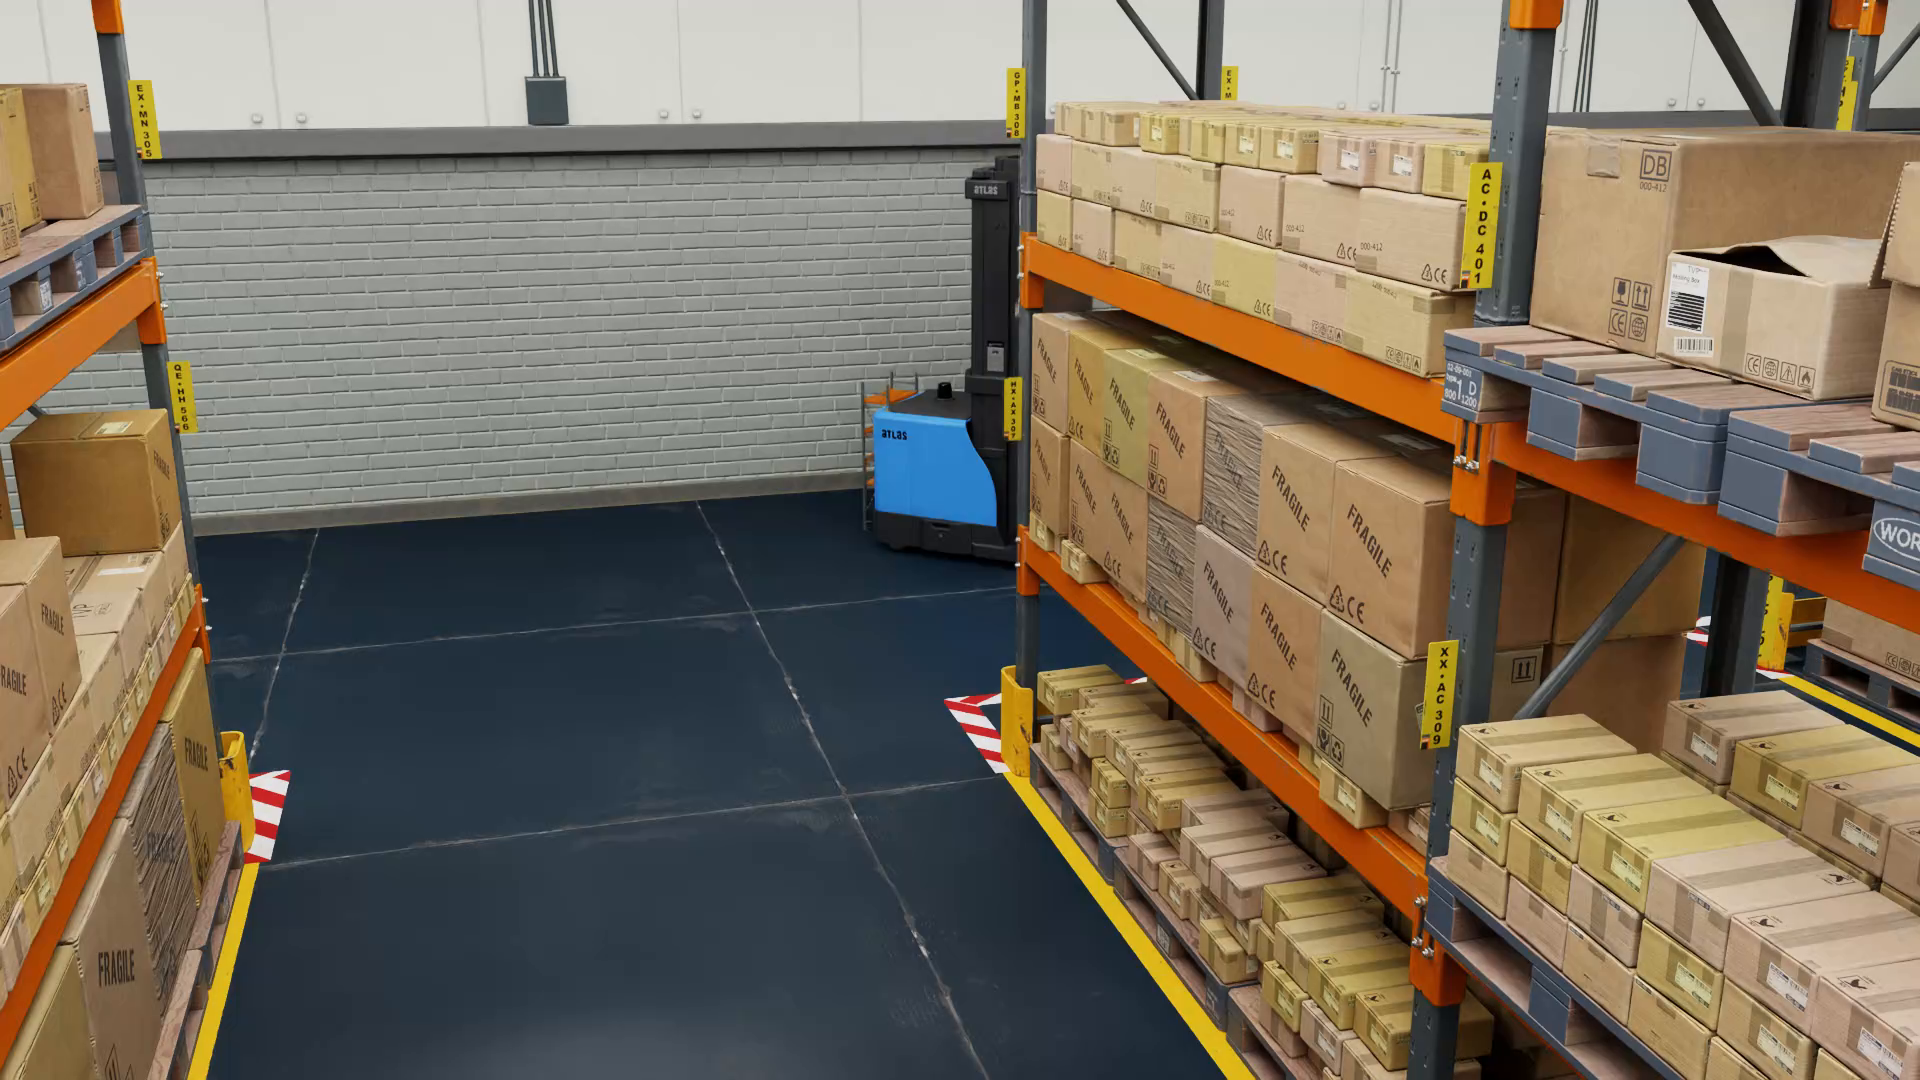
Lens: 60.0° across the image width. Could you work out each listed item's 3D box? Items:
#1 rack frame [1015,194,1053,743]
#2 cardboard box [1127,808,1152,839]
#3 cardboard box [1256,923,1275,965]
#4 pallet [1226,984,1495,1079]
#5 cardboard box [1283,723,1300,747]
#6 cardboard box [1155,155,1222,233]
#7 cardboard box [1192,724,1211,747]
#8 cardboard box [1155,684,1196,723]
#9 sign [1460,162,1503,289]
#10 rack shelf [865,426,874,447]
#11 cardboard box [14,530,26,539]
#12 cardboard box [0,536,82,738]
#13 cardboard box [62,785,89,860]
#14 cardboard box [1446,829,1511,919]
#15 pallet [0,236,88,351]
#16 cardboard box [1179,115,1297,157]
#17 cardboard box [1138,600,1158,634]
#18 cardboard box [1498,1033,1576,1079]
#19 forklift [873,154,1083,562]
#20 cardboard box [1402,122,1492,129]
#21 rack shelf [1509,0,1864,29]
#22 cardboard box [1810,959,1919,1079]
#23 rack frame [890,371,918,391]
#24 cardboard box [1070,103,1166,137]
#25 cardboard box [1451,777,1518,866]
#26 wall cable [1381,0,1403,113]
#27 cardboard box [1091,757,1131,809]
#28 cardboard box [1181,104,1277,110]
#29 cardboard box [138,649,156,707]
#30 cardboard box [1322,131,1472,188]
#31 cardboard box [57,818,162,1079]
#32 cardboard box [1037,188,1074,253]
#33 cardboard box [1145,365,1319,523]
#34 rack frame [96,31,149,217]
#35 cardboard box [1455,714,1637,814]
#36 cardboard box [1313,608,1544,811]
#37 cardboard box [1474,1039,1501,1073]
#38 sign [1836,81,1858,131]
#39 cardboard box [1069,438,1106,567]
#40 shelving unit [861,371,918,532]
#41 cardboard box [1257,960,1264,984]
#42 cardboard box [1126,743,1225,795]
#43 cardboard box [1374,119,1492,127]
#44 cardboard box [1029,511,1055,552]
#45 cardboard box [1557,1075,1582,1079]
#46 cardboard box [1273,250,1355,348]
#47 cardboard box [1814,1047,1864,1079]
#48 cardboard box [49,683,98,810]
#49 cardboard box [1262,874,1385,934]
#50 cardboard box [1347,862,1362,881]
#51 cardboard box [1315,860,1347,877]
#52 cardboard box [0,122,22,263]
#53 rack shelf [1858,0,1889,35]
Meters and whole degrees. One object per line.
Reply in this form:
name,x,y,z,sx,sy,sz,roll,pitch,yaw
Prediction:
rack frame,0.794,-0.293,8.714,1.000,3.000,0.127,-5,17,-15
cardboard box,0.983,1.318,7.577,0.380,0.149,0.250,-5,17,-15
cardboard box,1.350,1.549,6.289,0.380,0.149,0.250,-5,17,-15
pallet,1.675,1.966,6.041,1.003,0.211,1.213,-5,17,-15
cardboard box,1.394,0.655,5.994,0.380,0.149,0.250,-5,17,-17
cardboard box,1.077,-1.331,6.345,0.500,0.250,0.500,-5,18,-17
cardboard box,1.358,0.996,8.132,0.380,0.149,0.250,-5,18,-18
cardboard box,1.197,0.787,8.311,0.380,0.149,0.250,-4,17,-14
sign,1.374,-0.826,4.375,0.100,0.325,0.005,-5,17,-15
rack shelf,-0.549,-0.846,13.137,0.258,0.148,0.480,8,18,24
cardboard box,-4.130,0.155,6.967,0.500,0.250,0.500,-5,17,-17
cardboard box,-3.064,0.315,5.131,0.500,0.500,0.500,-5,18,-17
cardboard box,-2.954,0.901,5.176,0.380,0.149,0.250,-5,17,-16
cardboard box,1.560,0.878,4.522,0.380,0.149,0.250,-6,18,-18
pallet,-3.450,-0.781,5.277,1.003,0.211,1.213,-5,17,-15
cardboard box,1.063,-1.549,6.378,0.380,0.149,0.250,-4,17,-13
cardboard box,0.995,0.297,7.187,0.380,0.149,0.250,-5,17,-16
cardboard box,2.102,1.709,5.756,0.380,0.149,0.250,-4,17,-13
forklift,0.892,-1.282,12.125,3.031,2.935,1.130,8,18,24
cardboard box,1.762,-1.370,5.783,0.380,0.149,0.250,-5,18,-17
rack shelf,2.443,-0.971,2.487,1.077,0.370,4.000,-5,17,-15
cardboard box,1.916,0.950,3.247,0.380,0.149,0.250,-4,17,-13
rack frame,-0.444,-0.759,13.393,0.240,1.200,0.015,8,18,24
cardboard box,0.717,-1.909,7.577,0.380,0.149,0.250,-4,17,-13
cardboard box,1.560,0.735,4.480,0.380,0.149,0.250,-4,17,-14
wall cable,3.692,-5.137,14.411,0.463,3.000,0.029,-5,17,-15
cardboard box,0.831,1.114,7.737,0.380,0.149,0.250,-4,17,-14
cardboard box,1.213,-1.873,7.457,0.380,0.149,0.250,-5,17,-17
cardboard box,-3.306,0.546,6.356,0.380,0.149,0.250,-5,17,-16
cardboard box,1.355,-1.183,5.162,0.380,0.149,0.250,-5,17,-15
cardboard box,-3.255,1.556,5.521,0.875,0.875,0.875,-5,17,-15
cardboard box,0.672,-1.514,7.823,0.500,0.250,0.500,-4,17,-13
cardboard box,1.072,-0.392,6.614,0.500,0.500,0.500,-5,18,-17
rack frame,-4.002,-2.802,6.638,1.000,3.000,0.127,-5,17,-15
cardboard box,1.560,0.593,4.437,0.380,0.149,0.250,-4,17,-12
cardboard box,1.489,0.511,5.344,0.500,0.500,0.500,-5,17,-15
cardboard box,2.029,1.778,6.045,0.380,0.149,0.250,-4,17,-14
sign,2.426,-1.104,4.617,0.100,0.325,0.005,-5,17,-15
cardboard box,0.824,-0.191,7.684,0.500,0.500,0.500,-5,17,-15
shelving unit,-0.549,-0.696,13.182,0.258,1.200,0.503,8,18,24
cardboard box,1.377,1.667,6.414,0.380,0.149,0.250,-5,17,-17
cardboard box,0.964,1.044,7.454,0.380,0.149,0.250,-4,17,-13
cardboard box,1.731,-1.449,6.046,0.380,0.149,0.250,-4,17,-12
cardboard box,0.568,-0.057,8.365,0.380,0.149,0.250,-5,17,-16
cardboard box,1.843,1.675,4.472,0.500,0.250,0.500,-5,18,-18
cardboard box,1.373,-0.805,5.464,0.500,0.250,0.500,-5,17,-15
cardboard box,1.925,1.098,3.273,0.380,0.149,0.250,-5,17,-16
cardboard box,-3.060,0.675,5.233,0.500,0.250,0.500,-4,17,-14
cardboard box,1.366,1.401,6.265,0.380,0.149,0.250,-4,17,-13
cardboard box,1.777,1.287,6.646,0.380,0.149,0.250,-4,17,-14
cardboard box,1.711,1.354,6.938,0.380,0.149,0.250,-5,17,-16
cardboard box,-3.327,-1.073,5.017,0.700,0.500,0.500,-4,17,-13
rack shelf,6.076,-2.496,7.566,1.077,0.370,4.000,-5,17,-15
